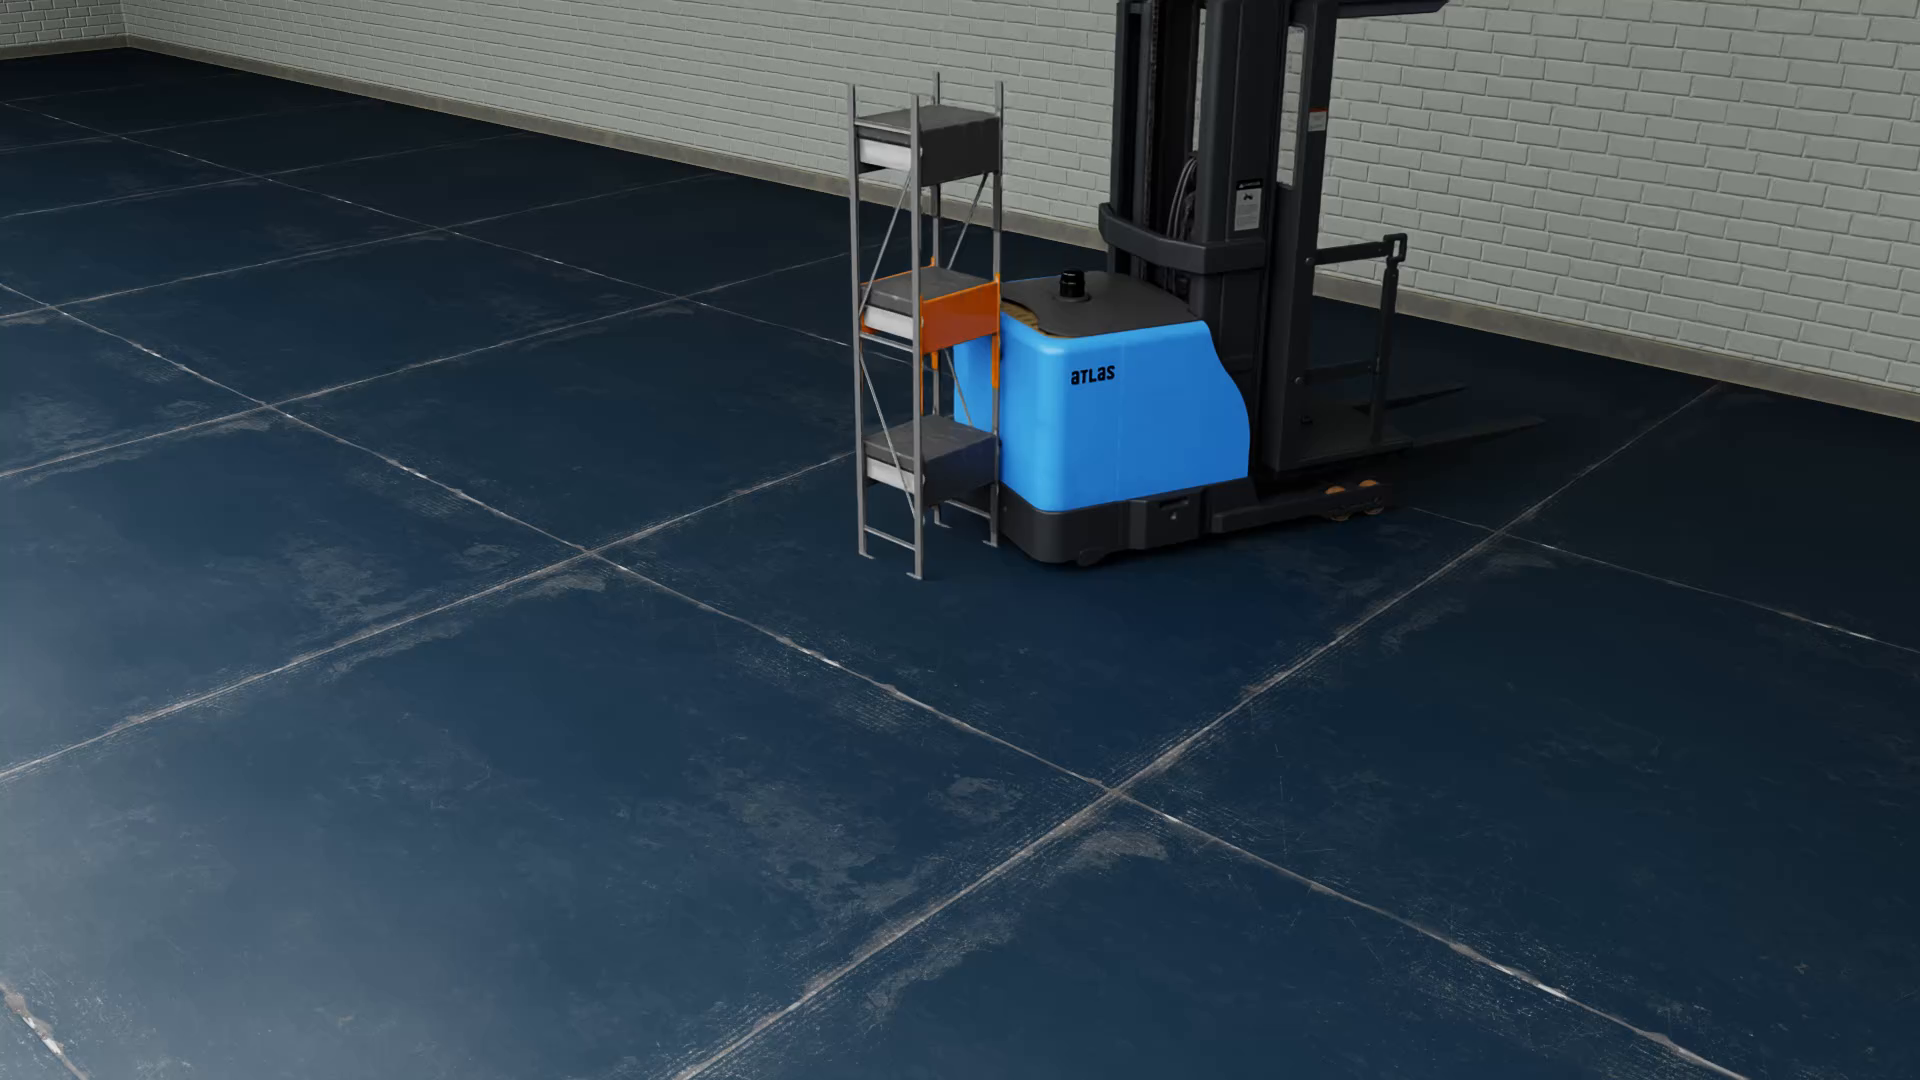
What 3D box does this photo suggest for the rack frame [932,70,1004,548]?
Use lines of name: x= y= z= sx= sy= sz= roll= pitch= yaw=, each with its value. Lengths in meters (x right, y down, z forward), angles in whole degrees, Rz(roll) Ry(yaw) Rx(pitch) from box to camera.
rack frame: x=0.028 y=-0.978 z=7.364 sx=0.400 sy=2.100 sz=0.015 roll=22 pitch=32 yaw=39

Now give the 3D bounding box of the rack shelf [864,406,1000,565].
rack shelf: x=-0.142 y=-0.256 z=7.497 sx=0.431 sy=0.518 sz=0.480 roll=22 pitch=32 yaw=39

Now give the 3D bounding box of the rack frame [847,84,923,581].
rack frame: x=-0.310 y=-0.834 z=7.043 sx=0.400 sy=2.100 sz=0.015 roll=22 pitch=32 yaw=39

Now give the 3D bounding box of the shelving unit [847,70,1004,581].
shelving unit: x=-0.141 y=-0.906 z=7.204 sx=0.431 sy=2.100 sz=0.503 roll=22 pitch=32 yaw=39

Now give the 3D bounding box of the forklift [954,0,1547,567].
forklift: x=1.516 y=-1.610 z=7.758 sx=3.031 sy=2.935 sz=1.130 roll=-11 pitch=26 yaw=-23

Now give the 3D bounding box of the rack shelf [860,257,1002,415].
rack shelf: x=-0.141 y=-0.894 z=7.209 sx=0.431 sy=0.518 sz=0.480 roll=22 pitch=32 yaw=39

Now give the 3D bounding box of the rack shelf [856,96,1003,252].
rack shelf: x=-0.140 y=-1.532 z=6.922 sx=0.431 sy=0.518 sz=0.480 roll=22 pitch=32 yaw=39
